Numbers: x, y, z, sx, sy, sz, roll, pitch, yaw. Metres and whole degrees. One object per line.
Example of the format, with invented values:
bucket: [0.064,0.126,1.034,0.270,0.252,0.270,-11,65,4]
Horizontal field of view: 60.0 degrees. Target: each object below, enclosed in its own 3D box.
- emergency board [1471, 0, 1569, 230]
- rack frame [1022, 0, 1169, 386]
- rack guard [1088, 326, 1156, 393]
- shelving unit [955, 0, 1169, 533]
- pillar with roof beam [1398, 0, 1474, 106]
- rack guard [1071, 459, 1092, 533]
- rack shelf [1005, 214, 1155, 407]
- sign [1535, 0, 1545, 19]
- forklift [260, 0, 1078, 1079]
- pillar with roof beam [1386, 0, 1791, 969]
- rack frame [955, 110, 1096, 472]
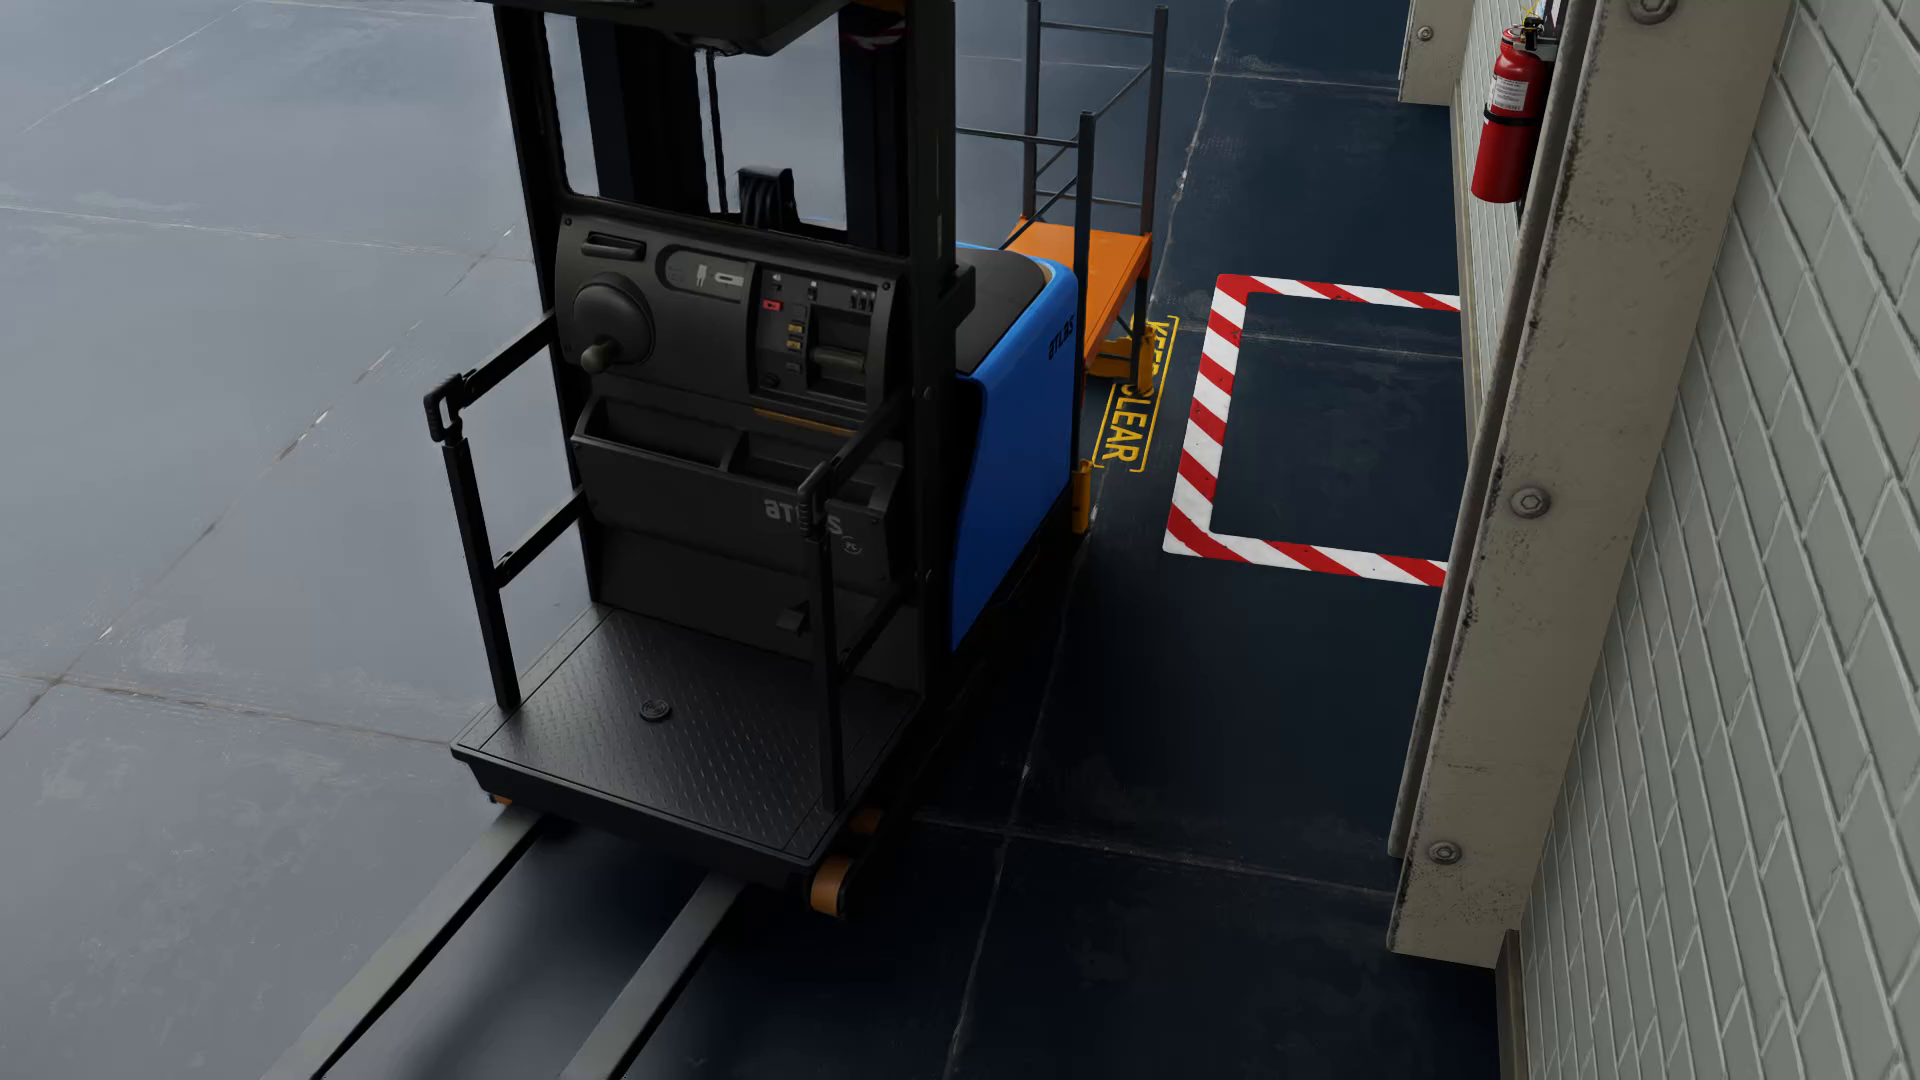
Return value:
emergency board: [1.859,-1.662,5.487,0.194,1.169,0.643,7,37,10]
rack frame: [0.479,-1.272,6.227,0.500,1.500,0.032,11,37,15]
rack guard: [0.473,-0.755,6.579,0.587,0.250,0.087,11,37,15]
shelving unit: [0.318,-0.983,5.829,0.587,1.500,1.083,11,37,15]
pillar with roof beam: [-1.630,-6.658,7.269,9.100,9.000,0.400,7,37,10]
rack guard: [0.164,-0.199,5.812,0.587,0.250,0.087,11,37,15]
rack shelf: [0.321,-0.843,5.941,0.538,0.185,1.000,11,37,15]
sign: [2.078,-1.980,5.896,0.001,0.329,0.234,7,37,10]
forklift: [-0.669,-0.483,3.919,1.130,2.935,3.031,14,38,19]
pillar with roof beam: [-2.912,-3.219,2.523,9.100,9.000,0.400,7,37,10]
rack frame: [0.163,-0.705,5.444,0.500,1.500,0.032,11,37,15]
